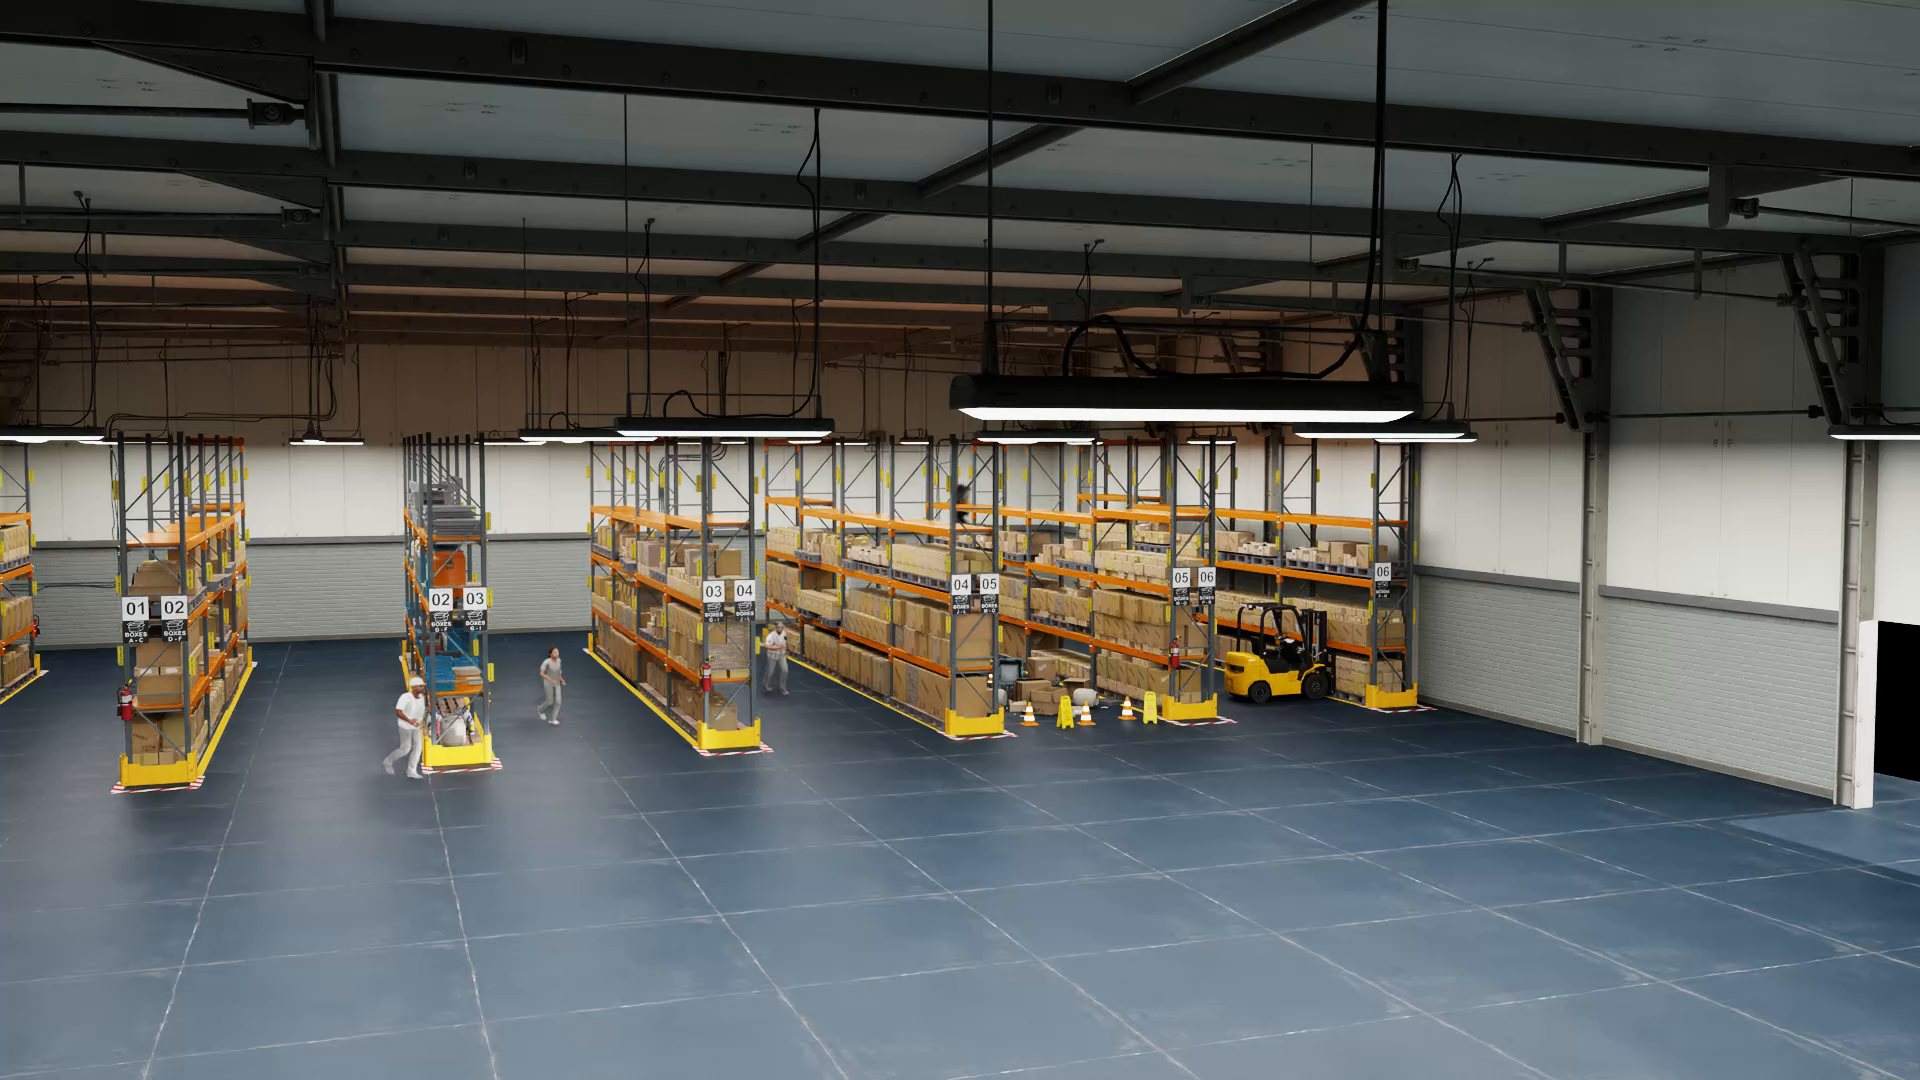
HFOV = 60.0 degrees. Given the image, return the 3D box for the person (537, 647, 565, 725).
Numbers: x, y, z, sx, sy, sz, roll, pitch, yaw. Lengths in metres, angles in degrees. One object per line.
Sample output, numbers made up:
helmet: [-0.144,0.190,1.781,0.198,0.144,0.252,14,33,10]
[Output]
person: [-8.519,3.011,34.548,0.734,1.616,0.561,3,4,45]

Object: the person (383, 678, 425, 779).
person: [-9.611,3.258,28.933,0.818,1.740,0.706,1,3,25]

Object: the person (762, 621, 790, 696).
person: [-4.267,2.730,38.594,0.669,1.752,1.000,-2,4,-35]

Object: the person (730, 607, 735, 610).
person: [-6.321,2.384,45.556,0.826,1.723,0.682,2,4,31]
